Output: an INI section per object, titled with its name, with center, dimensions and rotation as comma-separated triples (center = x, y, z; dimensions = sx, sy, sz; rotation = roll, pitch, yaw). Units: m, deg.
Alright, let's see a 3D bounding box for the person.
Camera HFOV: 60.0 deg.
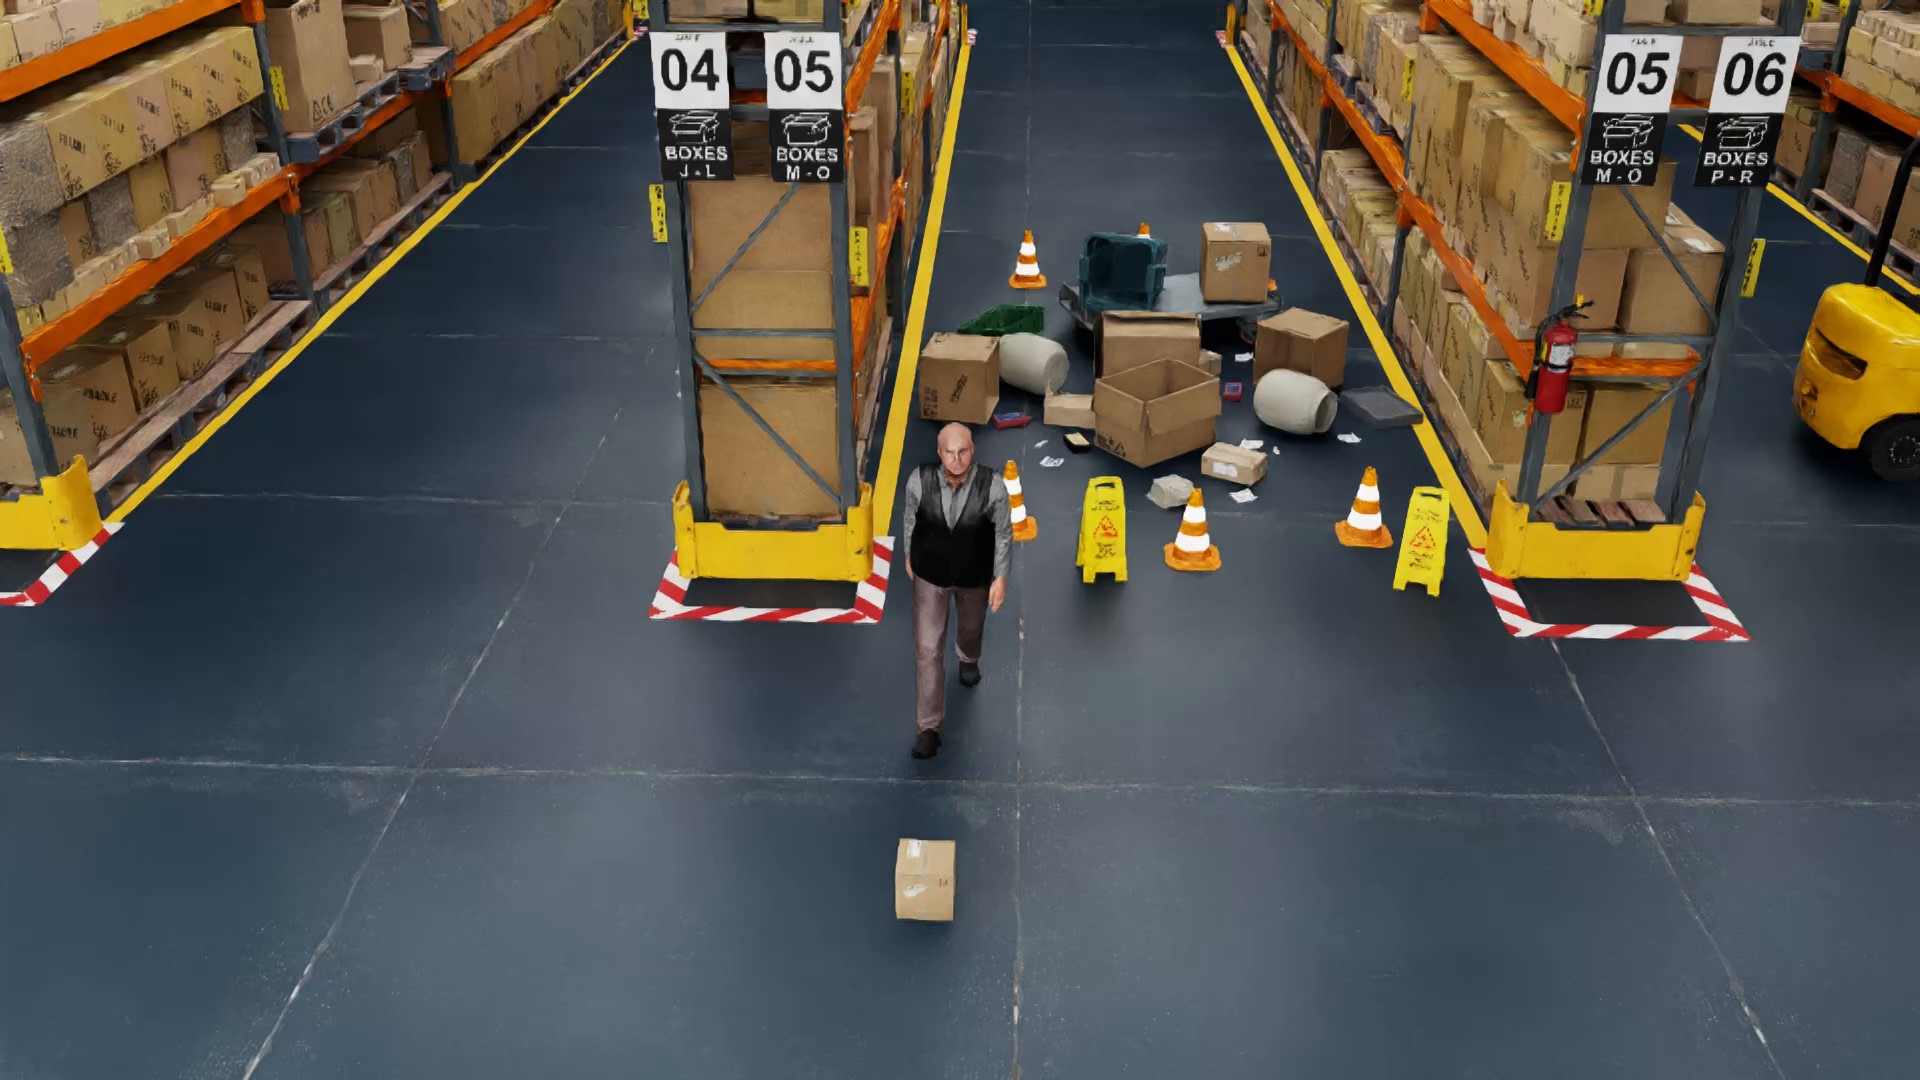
[person]
center = -0.011, 0.179, 8.327
dimensions = 0.553, 1.652, 1.072
rotation = 0, 28, 0
